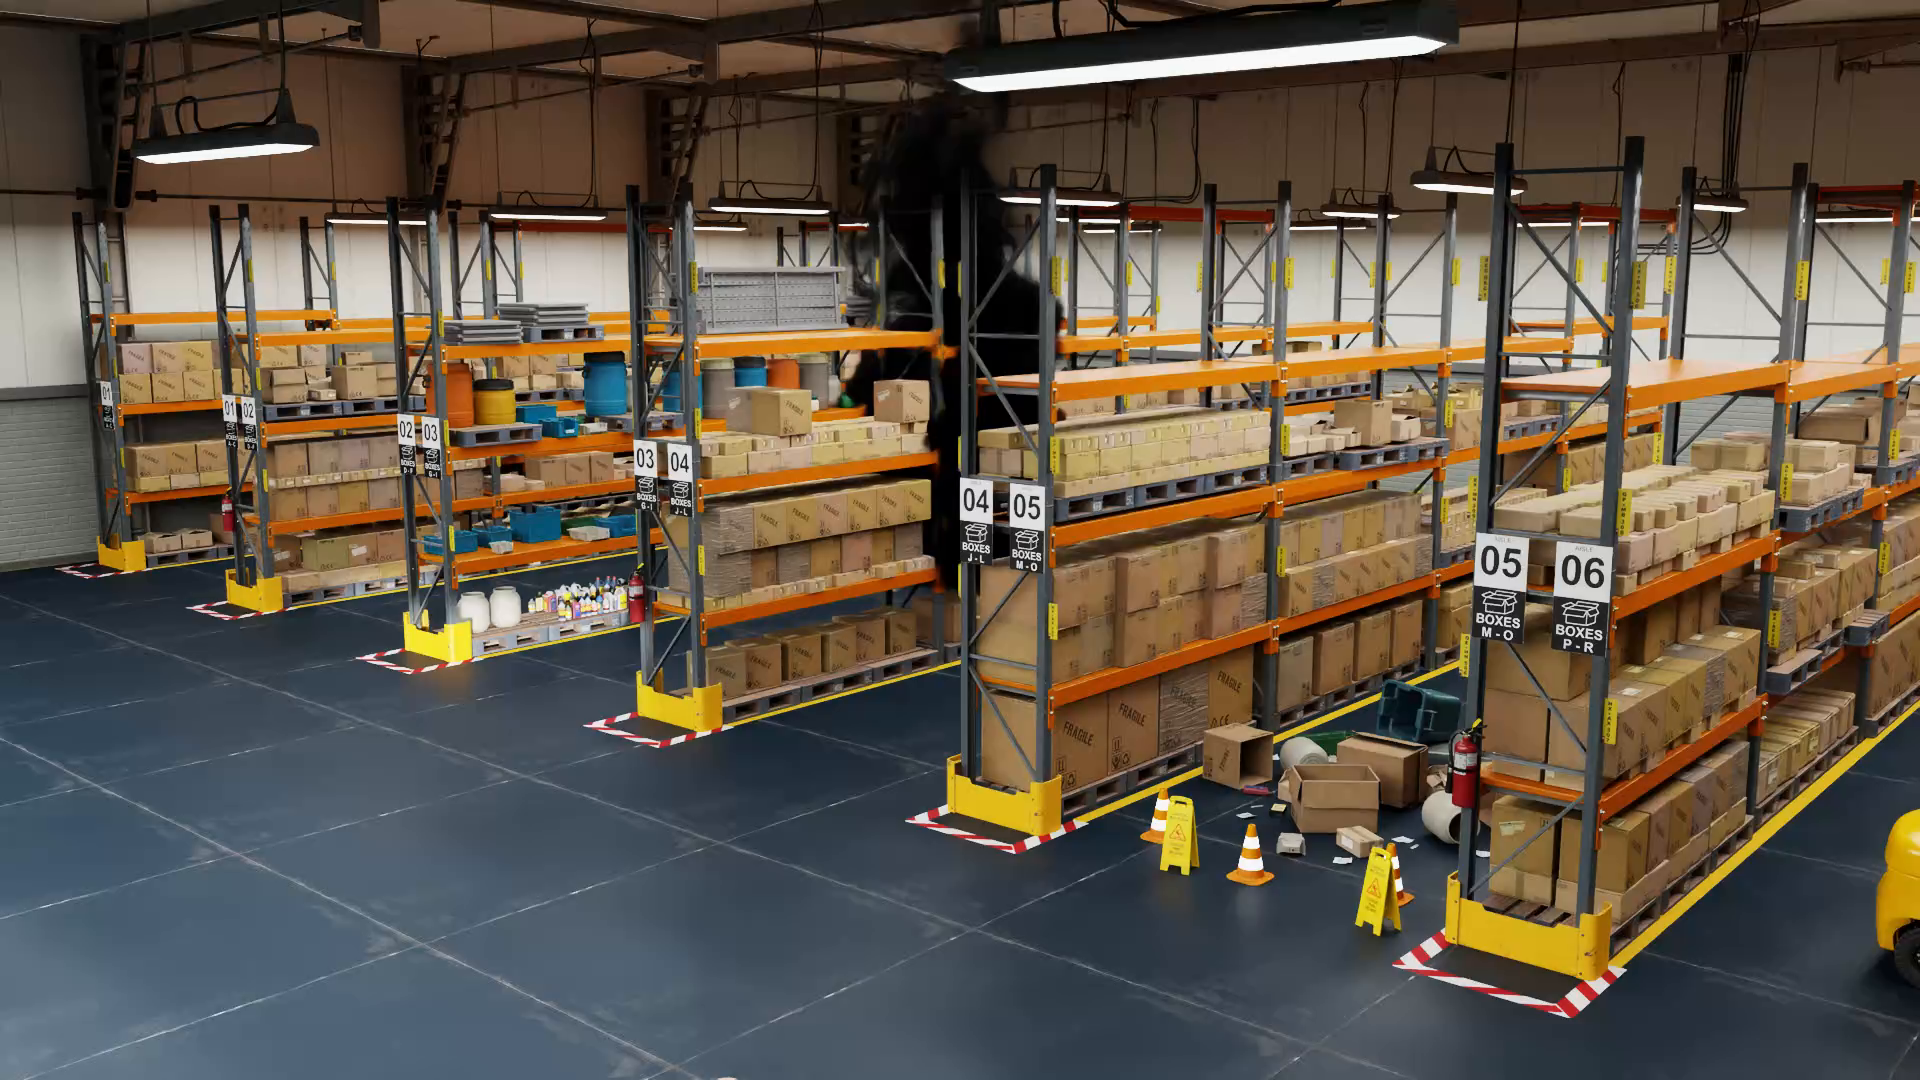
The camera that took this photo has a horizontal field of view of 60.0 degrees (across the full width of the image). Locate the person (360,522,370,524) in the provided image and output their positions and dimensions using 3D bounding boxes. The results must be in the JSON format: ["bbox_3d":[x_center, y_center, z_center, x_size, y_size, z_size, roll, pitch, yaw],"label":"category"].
[{"bbox_3d":[-10.288,-0.349,28.567,0.541,1.568,0.604,6,11,32],"label":"person"}]

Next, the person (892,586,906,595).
[{"bbox_3d":[-0.902,-0.069,24.954,0.625,1.721,0.787,6,11,32],"label":"person"}]
